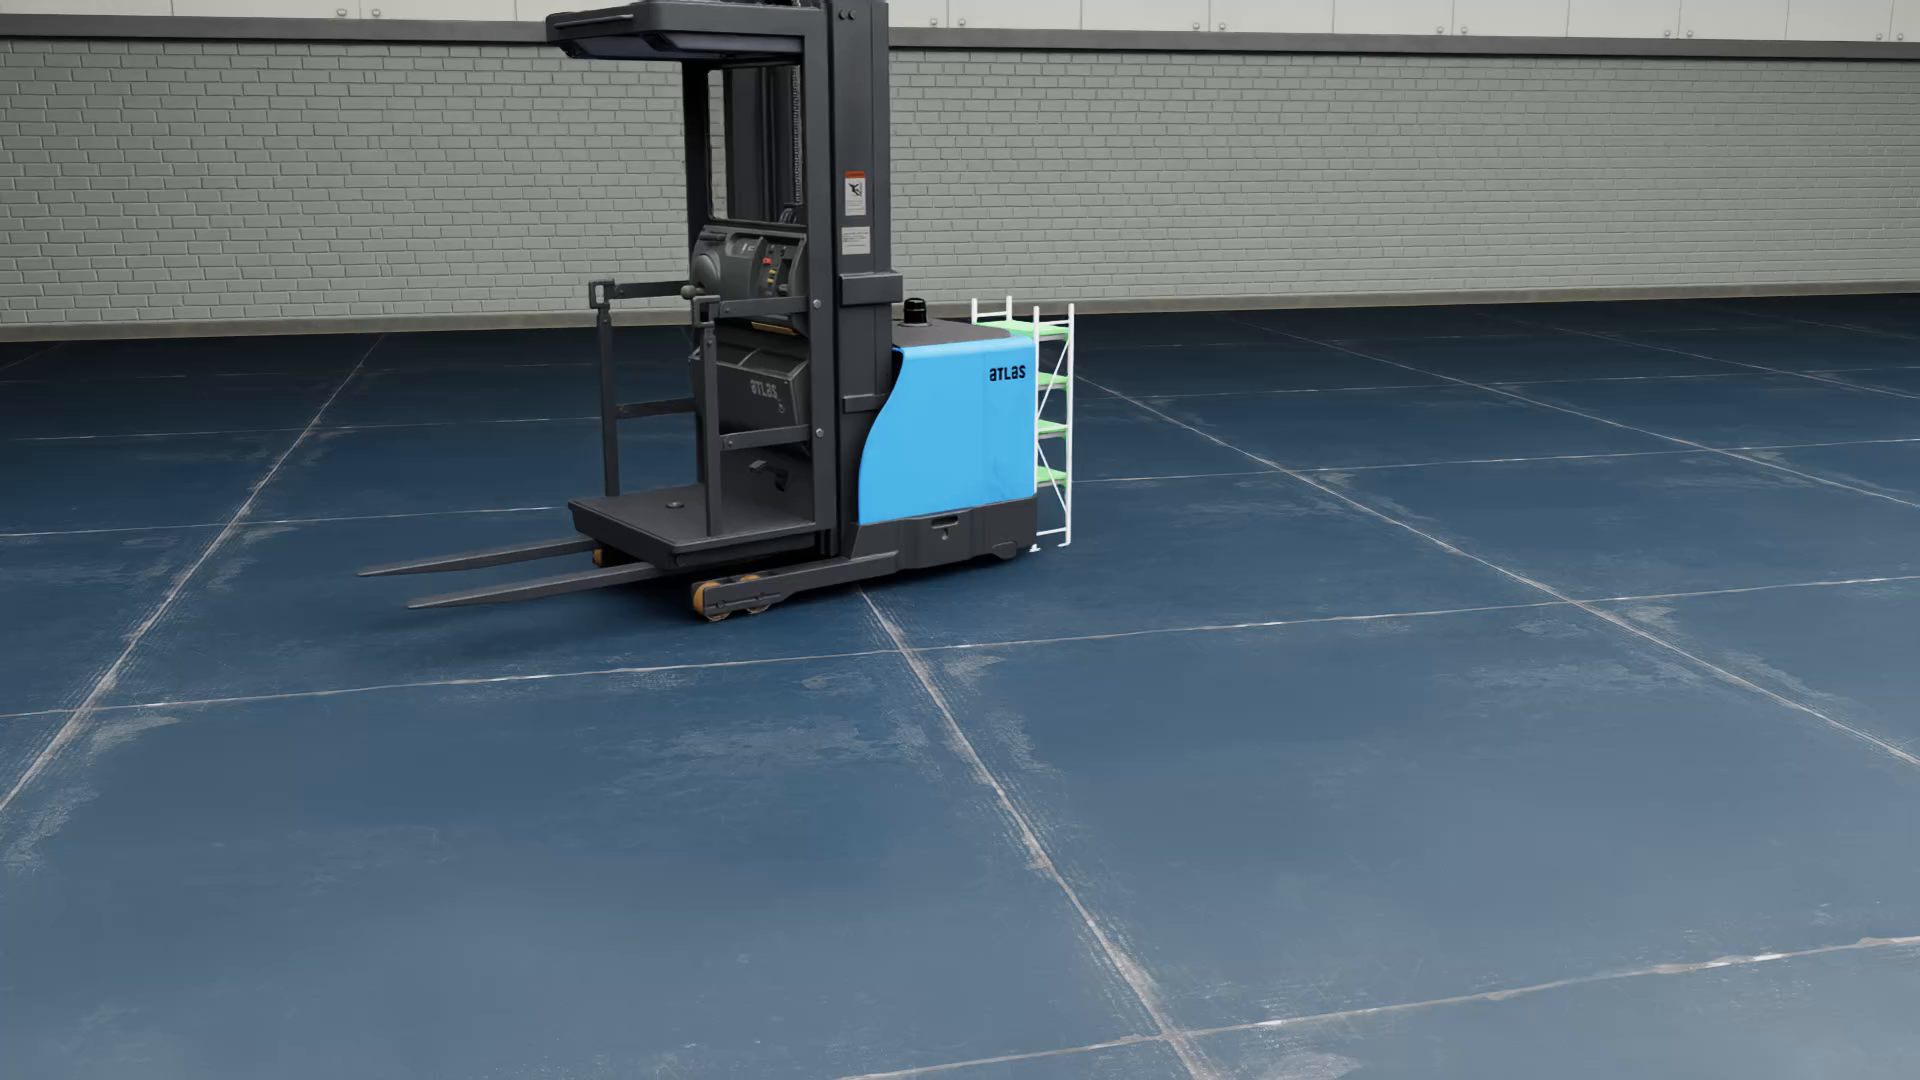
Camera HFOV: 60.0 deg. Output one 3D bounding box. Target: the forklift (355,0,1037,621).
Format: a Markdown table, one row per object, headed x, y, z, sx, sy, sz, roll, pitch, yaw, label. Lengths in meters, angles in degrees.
| x | y | z | sx | sy | sz | roll | pitch | yaw | label |
| --- | --- | --- | --- | --- | --- | --- | --- | --- | --- |
| -1.112 | -1.223 | 7.258 | 3.031 | 2.935 | 1.130 | -10 | 17 | -35 | forklift |

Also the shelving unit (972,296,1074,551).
| x | y | z | sx | sy | sz | roll | pitch | yaw | label |
| --- | --- | --- | --- | --- | --- | --- | --- | --- | --- |
| 0.306 | -0.591 | 8.317 | 0.258 | 1.200 | 0.503 | -10 | 17 | -35 | shelving unit |

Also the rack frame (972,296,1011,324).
| x | y | z | sx | sy | sz | roll | pitch | yaw | label |
| --- | --- | --- | --- | --- | --- | --- | --- | --- | --- |
| 0.160 | -0.637 | 8.508 | 0.240 | 1.200 | 0.015 | -10 | 17 | -35 | rack frame |

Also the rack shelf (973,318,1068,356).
| x | y | z | sx | sy | sz | roll | pitch | yaw | label |
| --- | --- | --- | --- | --- | --- | --- | --- | --- | --- |
| 0.306 | -0.995 | 8.219 | 0.258 | 0.148 | 0.480 | -10 | 17 | -35 | rack shelf |

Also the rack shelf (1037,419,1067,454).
| x | y | z | sx | sy | sz | roll | pitch | yaw | label |
| --- | --- | --- | --- | --- | --- | --- | --- | --- | --- |
| 0.306 | -0.529 | 8.333 | 0.258 | 0.148 | 0.480 | -10 | 17 | -35 | rack shelf |

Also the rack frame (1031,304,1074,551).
| x | y | z | sx | sy | sz | roll | pitch | yaw | label |
| --- | --- | --- | --- | --- | --- | --- | --- | --- | --- |
| 0.451 | -0.544 | 8.127 | 0.240 | 1.200 | 0.015 | -10 | 17 | -35 | rack frame |

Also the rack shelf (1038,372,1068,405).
| x | y | z | sx | sy | sz | roll | pitch | yaw | label |
| --- | --- | --- | --- | --- | --- | --- | --- | --- | --- |
| 0.306 | -0.762 | 8.276 | 0.258 | 0.148 | 0.480 | -10 | 17 | -35 | rack shelf |

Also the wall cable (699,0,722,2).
| x | y | z | sx | sy | sz | roll | pitch | yaw | label |
| --- | --- | --- | --- | --- | --- | --- | --- | --- | --- |
| -1.572 | -8.419 | 16.761 | 2.305 | 6.003 | 0.169 | -3 | 14 | -13 | wall cable |

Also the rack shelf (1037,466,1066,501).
| x | y | z | sx | sy | sz | roll | pitch | yaw | label |
| --- | --- | --- | --- | --- | --- | --- | --- | --- | --- |
| 0.306 | -0.296 | 8.390 | 0.258 | 0.148 | 0.480 | -10 | 17 | -35 | rack shelf |
